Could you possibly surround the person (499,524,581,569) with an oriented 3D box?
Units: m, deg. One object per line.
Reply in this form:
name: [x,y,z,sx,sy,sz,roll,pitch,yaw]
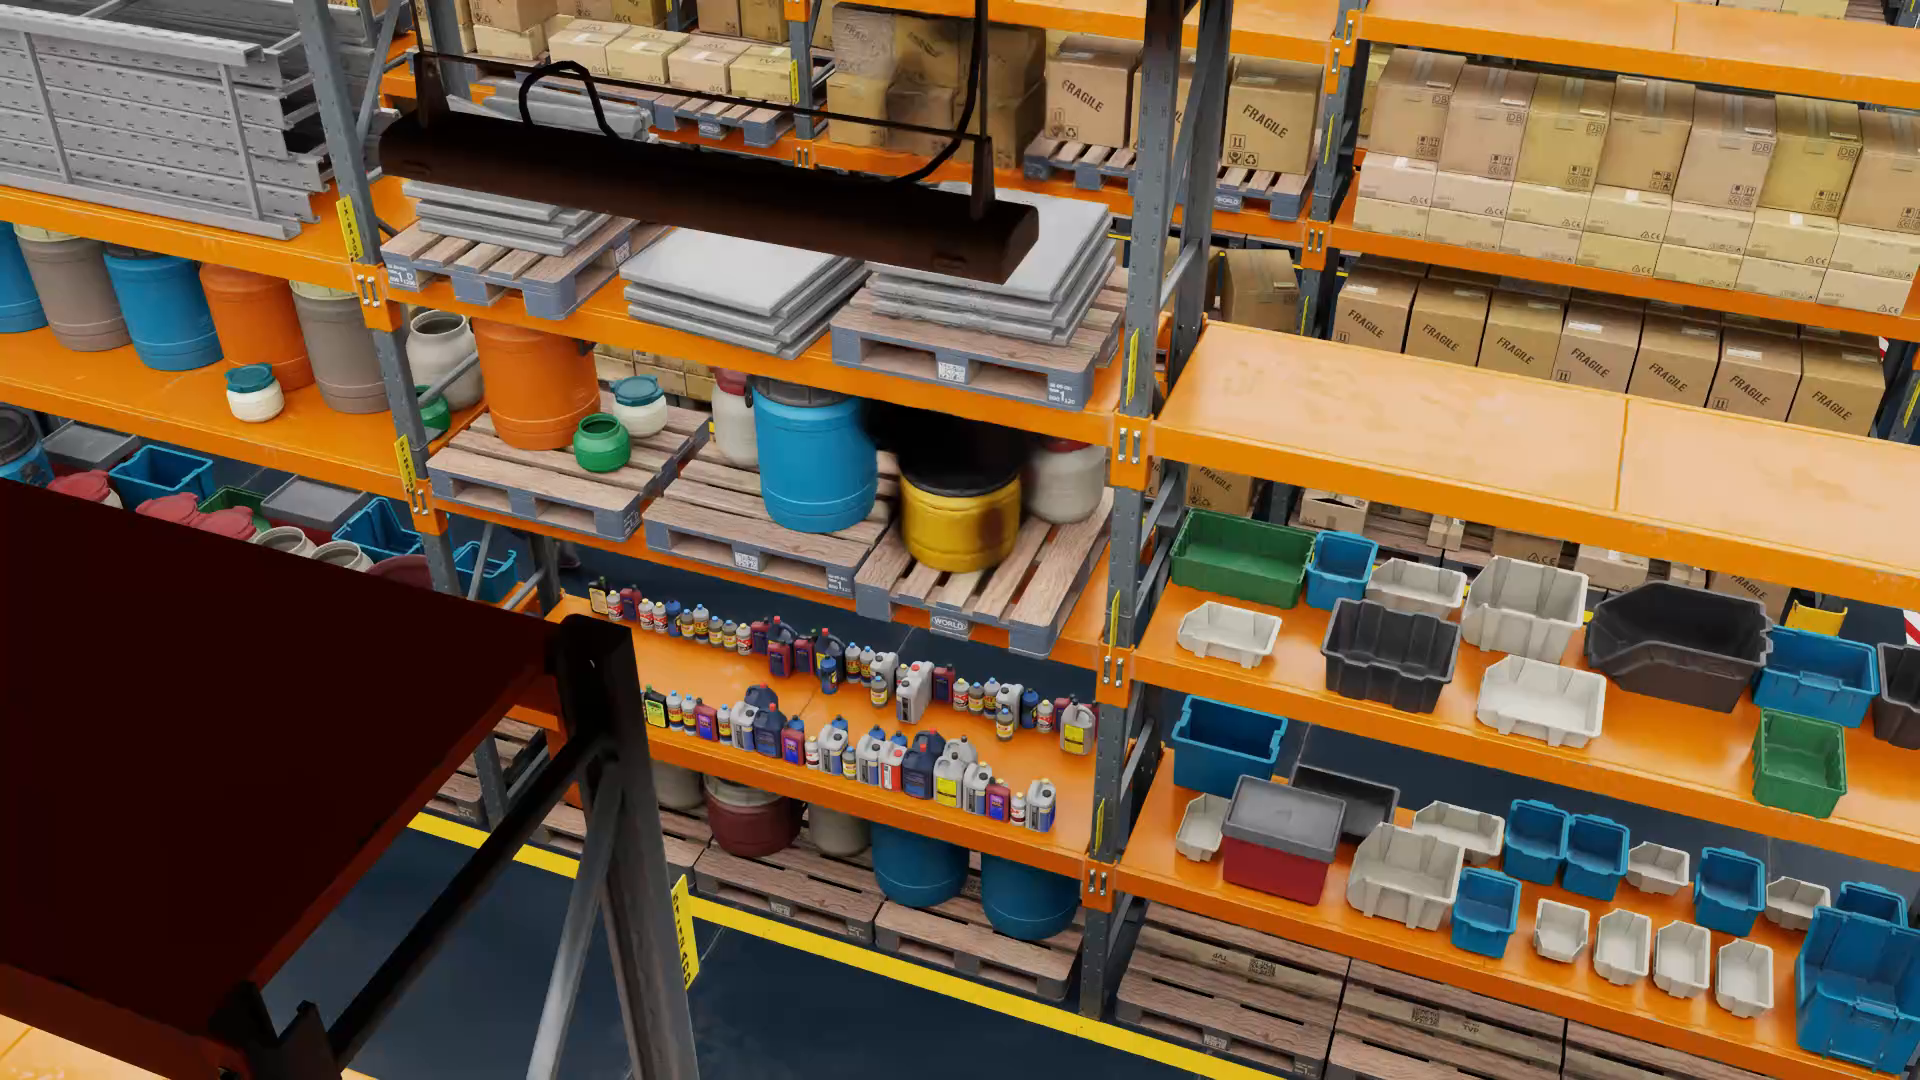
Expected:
person: [-3.315,-0.446,12.636,0.664,1.611,0.551,6,37,8]
